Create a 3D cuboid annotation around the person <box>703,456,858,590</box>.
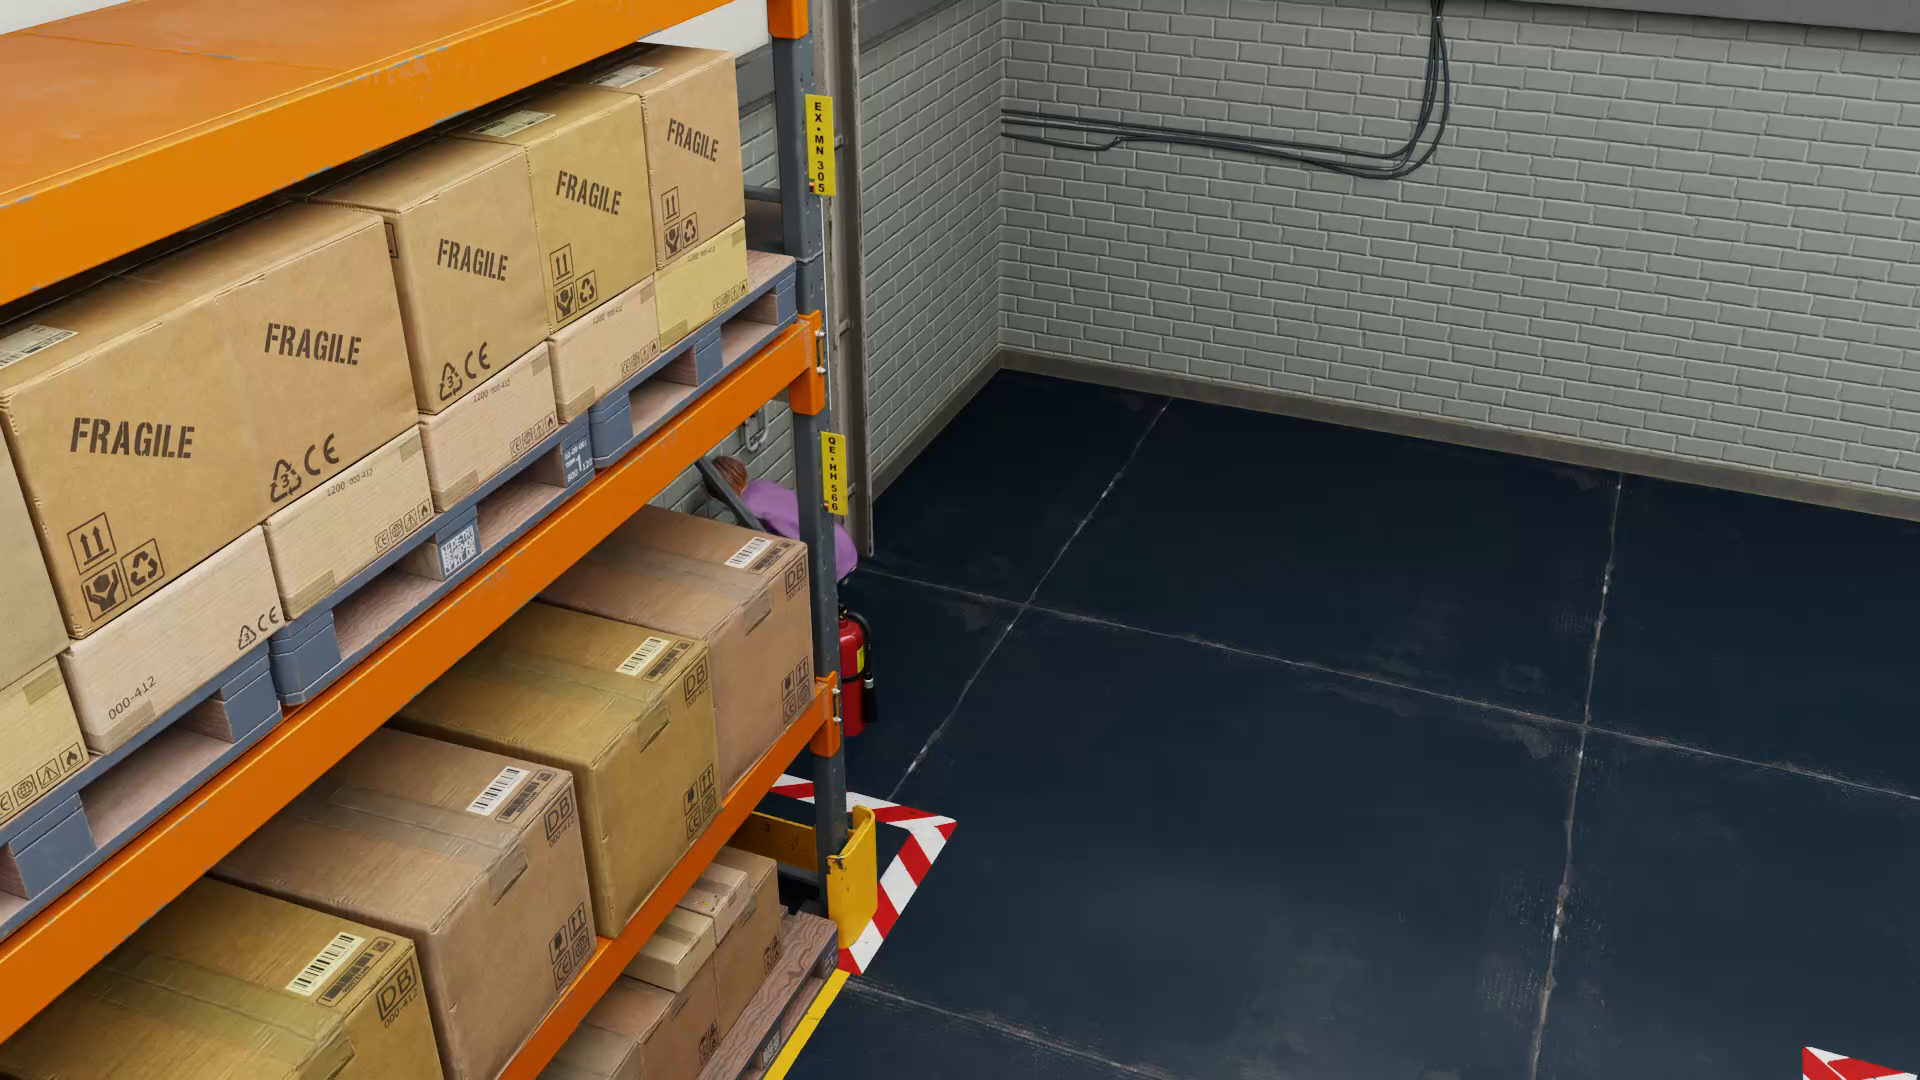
[{"bbox_3d":[-0.889,0.217,8.343,0.780,1.278,0.382,11,32,18],"label":"person"}]
